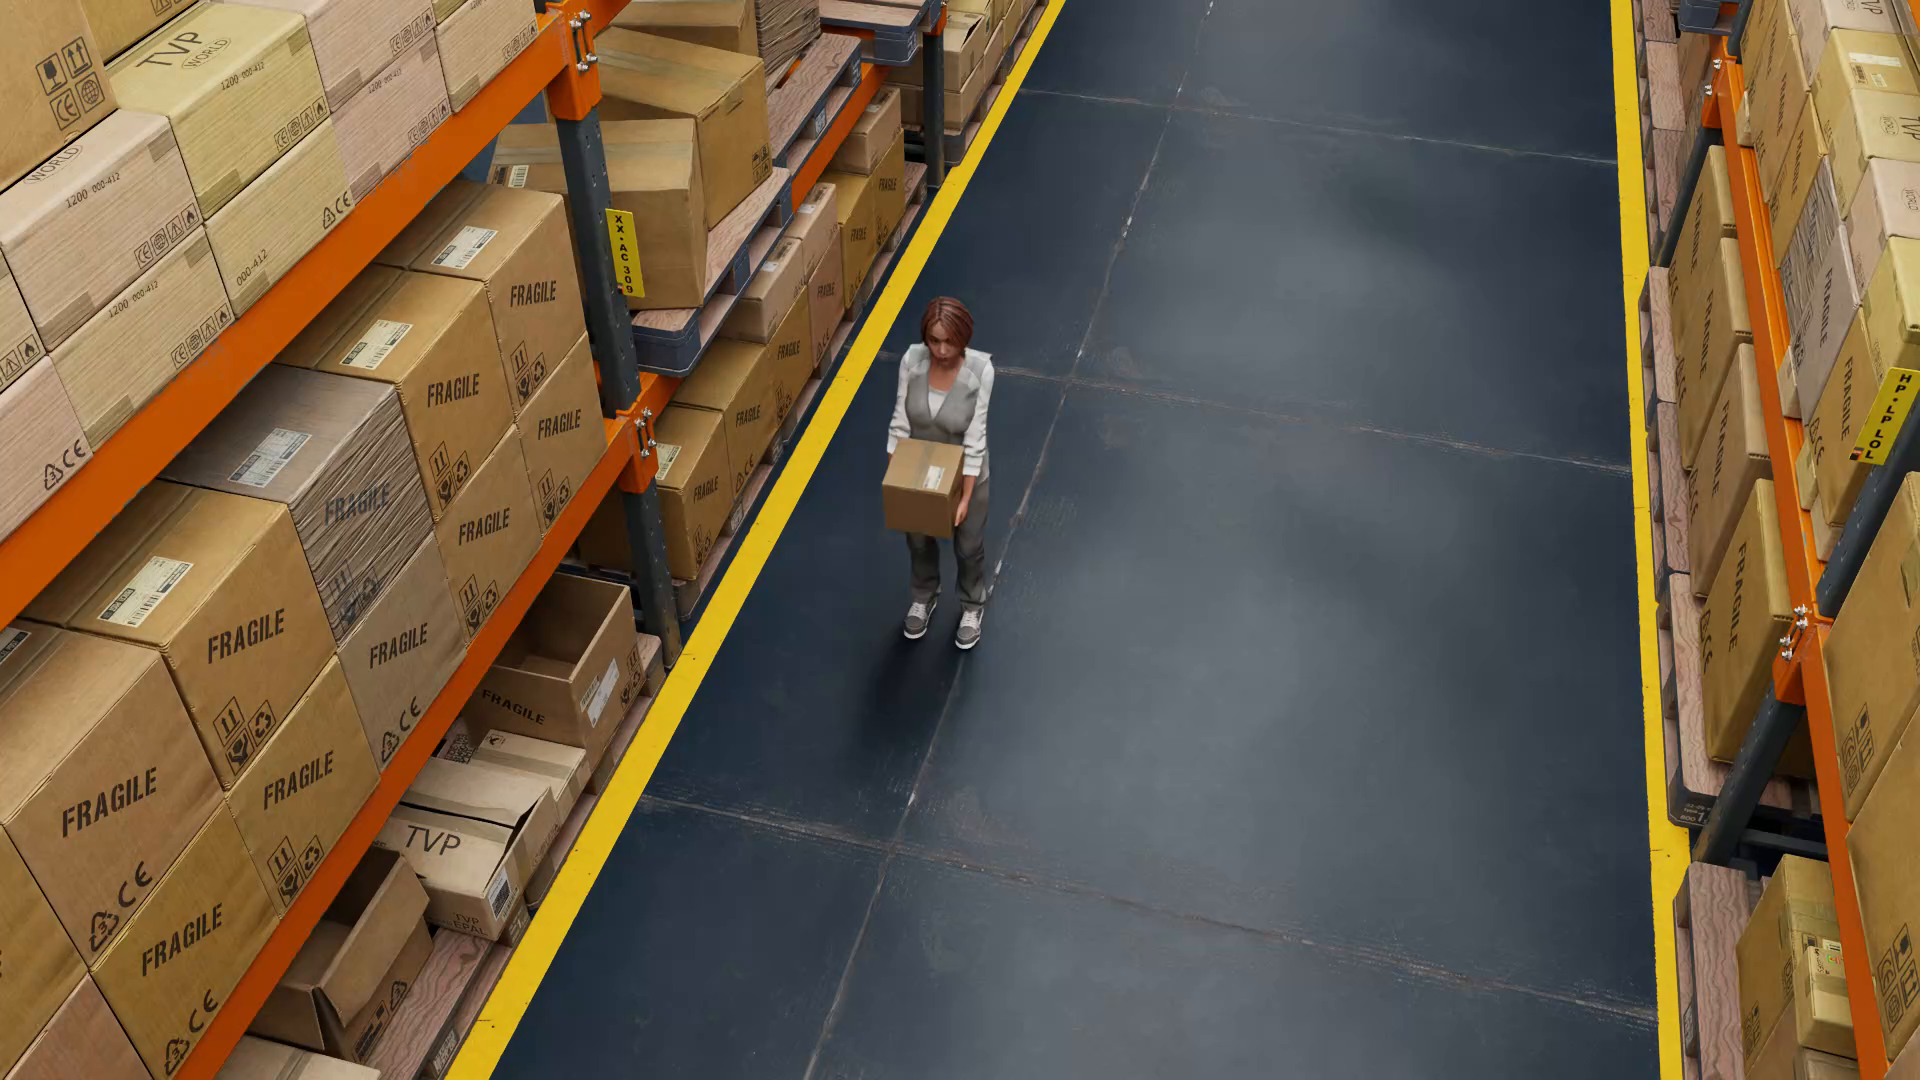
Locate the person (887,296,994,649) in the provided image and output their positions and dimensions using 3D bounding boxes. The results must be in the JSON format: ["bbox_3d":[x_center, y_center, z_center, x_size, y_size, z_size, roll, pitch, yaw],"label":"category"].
[{"bbox_3d":[-0.076,-0.204,6.399,0.375,1.599,0.500,10,42,11],"label":"person"}]
